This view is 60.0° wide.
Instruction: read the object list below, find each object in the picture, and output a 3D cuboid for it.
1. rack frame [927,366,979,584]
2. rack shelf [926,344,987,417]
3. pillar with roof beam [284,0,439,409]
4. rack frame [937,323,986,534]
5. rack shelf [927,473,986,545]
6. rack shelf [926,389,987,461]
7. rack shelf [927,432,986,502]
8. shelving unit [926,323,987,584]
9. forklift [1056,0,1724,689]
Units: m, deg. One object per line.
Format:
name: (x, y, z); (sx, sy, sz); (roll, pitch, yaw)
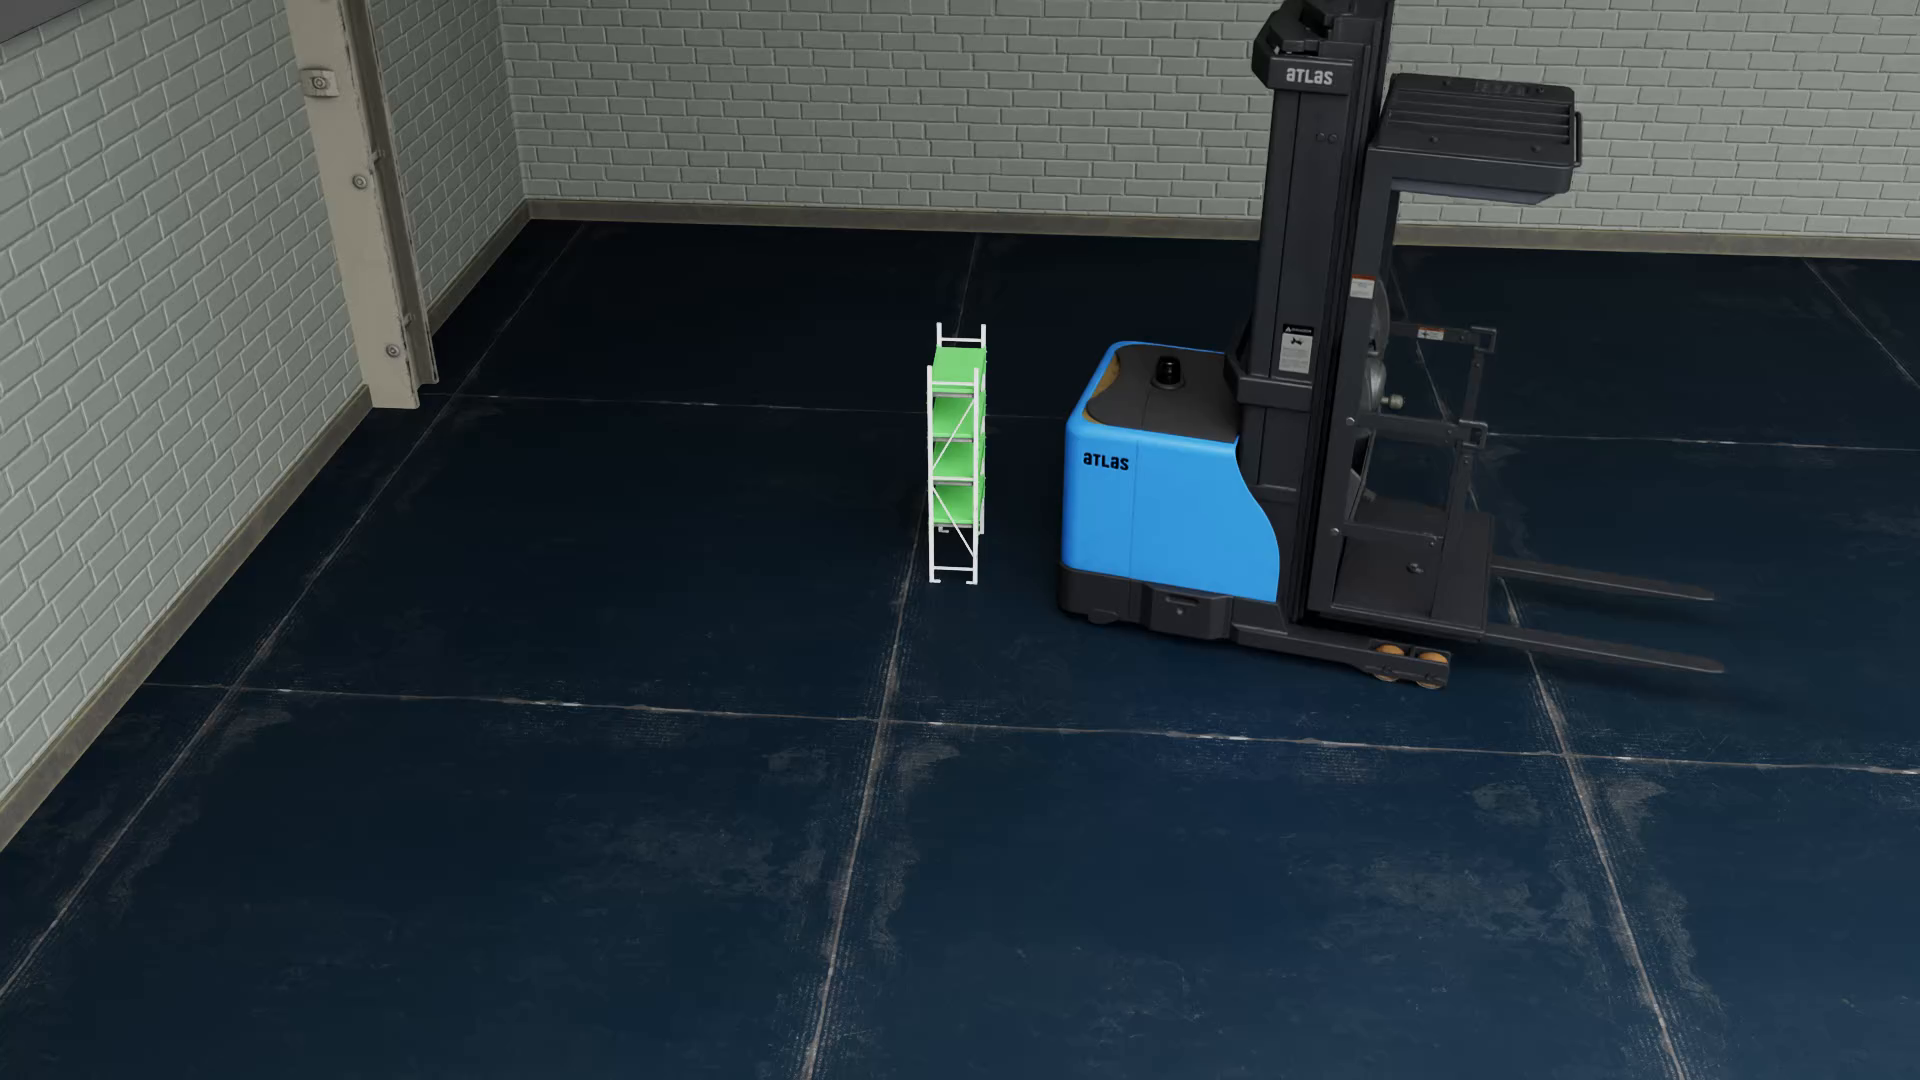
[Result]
rack frame: (-0.033, -0.297, 8.088); (0.240, 1.200, 0.015); (2, 32, 4)
rack shelf: (-0.013, -0.778, 8.076); (0.258, 0.148, 0.480); (2, 32, 4)
pillar with roof beam: (0.875, -4.549, 7.555); (9.100, 9.000, 0.400); (2, 32, 4)
rack frame: (0.006, -0.552, 8.502); (0.240, 1.200, 0.015); (2, 32, 4)
rack shelf: (-0.013, -0.166, 8.454); (0.258, 0.148, 0.480); (2, 32, 4)
rack shelf: (-0.013, -0.574, 8.202); (0.258, 0.148, 0.480); (2, 32, 4)
rack shelf: (-0.013, -0.370, 8.328); (0.258, 0.148, 0.480); (2, 32, 4)
shelving unit: (-0.013, -0.424, 8.295); (0.258, 1.200, 0.503); (2, 32, 4)
forklift: (2.046, -0.877, 7.380); (3.031, 2.935, 1.130); (9, 33, 15)
